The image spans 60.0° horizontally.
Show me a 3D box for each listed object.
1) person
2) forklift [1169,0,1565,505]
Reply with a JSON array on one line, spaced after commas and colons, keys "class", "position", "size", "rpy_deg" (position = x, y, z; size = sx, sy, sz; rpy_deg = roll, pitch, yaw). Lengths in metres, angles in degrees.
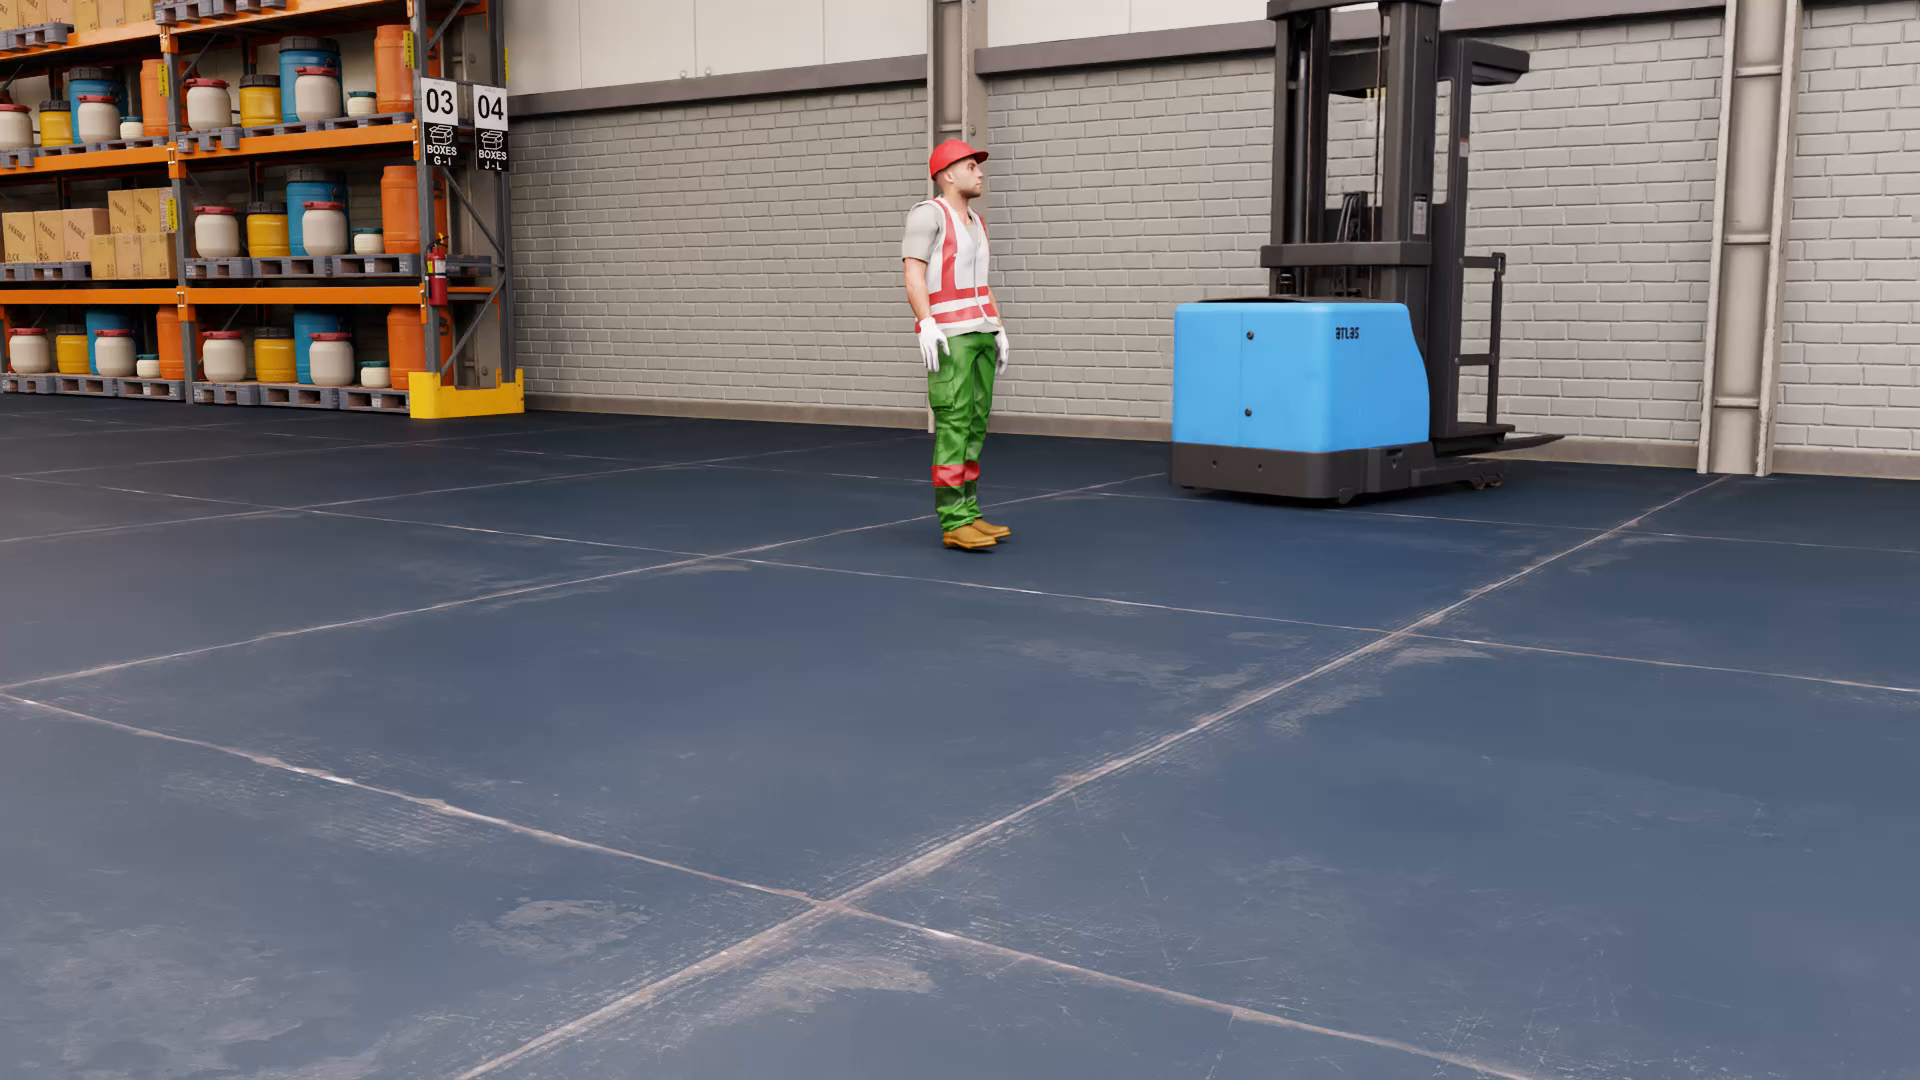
[{"class": "person", "position": [0.061, -0.885, 7.423], "size": [0.562, 1.789, 0.638], "rpy_deg": [5, 10, 34]}, {"class": "forklift", "position": [2.581, -1.787, 9.761], "size": [3.031, 2.935, 1.130], "rpy_deg": [-8, 11, -43]}]
